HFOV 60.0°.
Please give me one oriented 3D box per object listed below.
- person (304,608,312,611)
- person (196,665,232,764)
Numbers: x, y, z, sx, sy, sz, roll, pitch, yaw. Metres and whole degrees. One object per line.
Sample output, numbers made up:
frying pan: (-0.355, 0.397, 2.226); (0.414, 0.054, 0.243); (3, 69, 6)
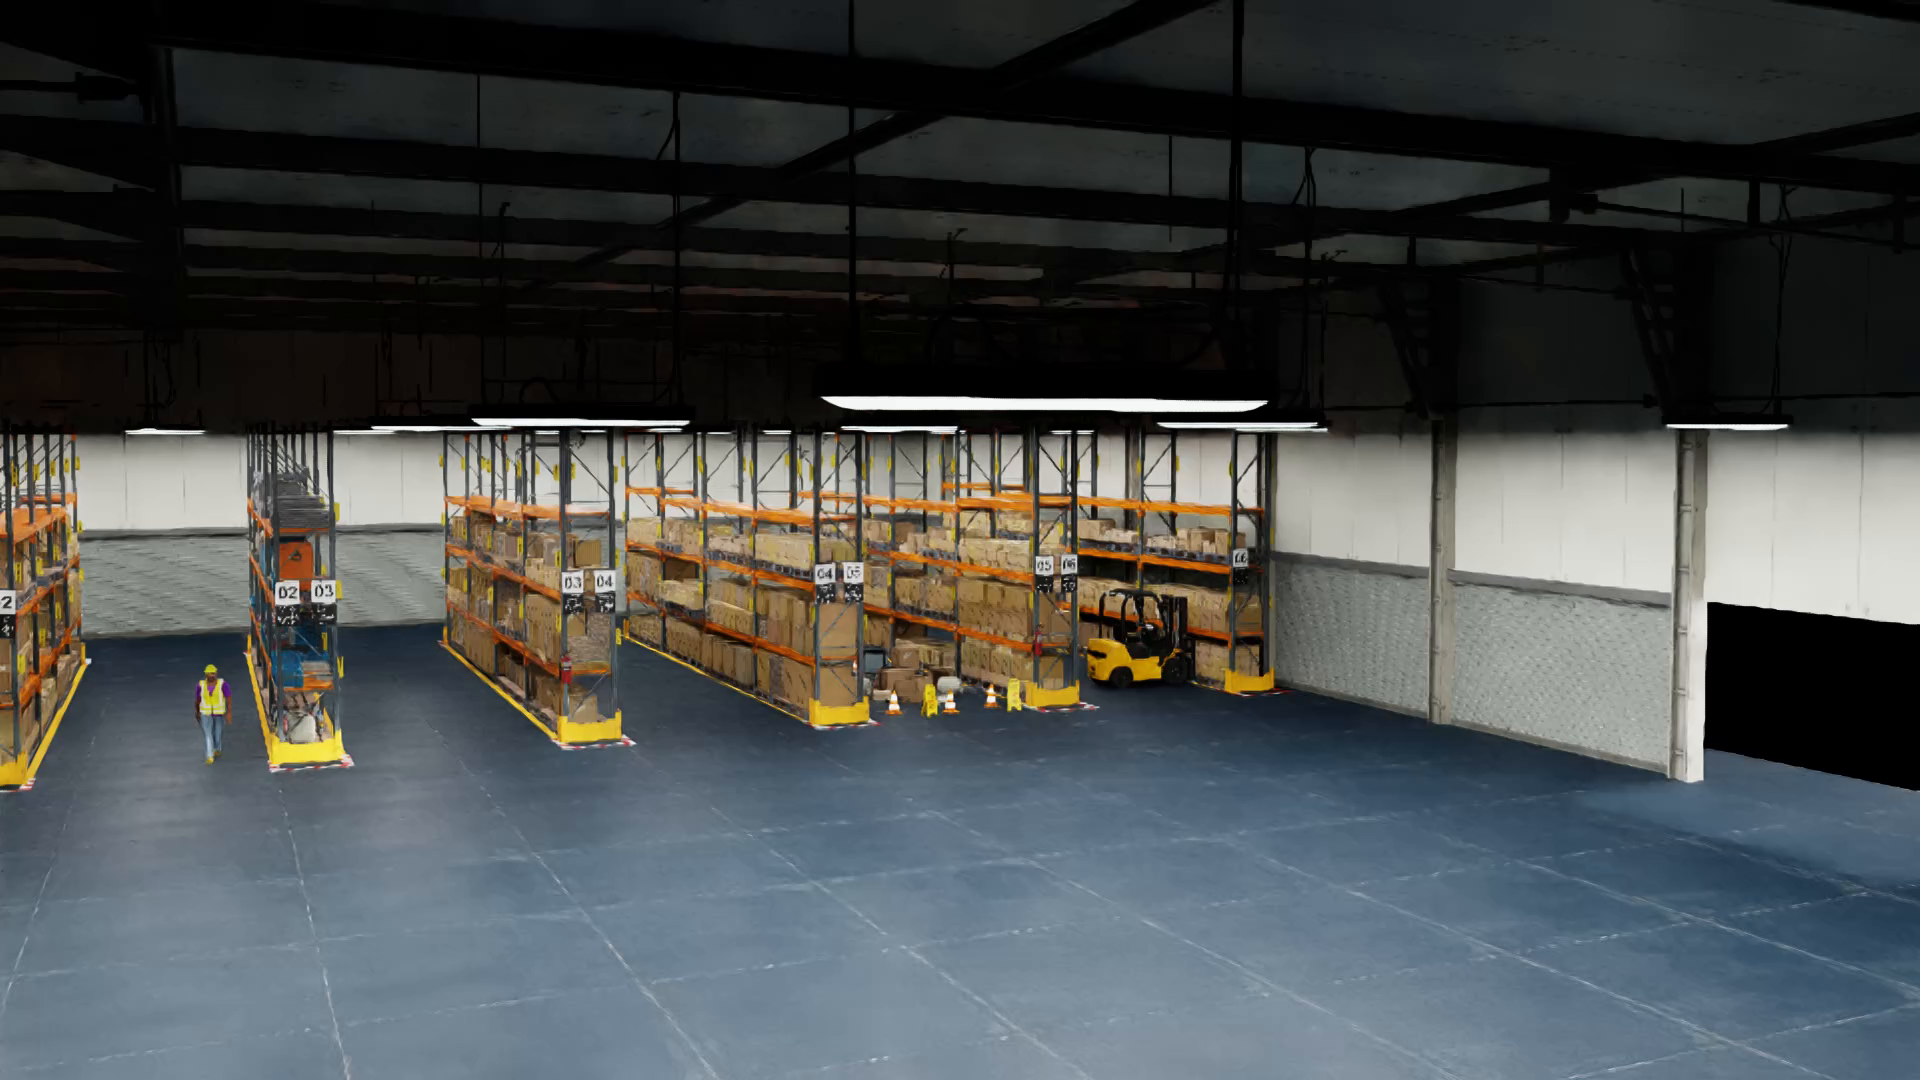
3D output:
person: (-16.593, 2.175, 42.762); (0.528, 1.728, 1.032); (-2, 4, -33)
person: (-13.133, 3.036, 29.273); (0.589, 1.716, 1.043); (-2, 4, -25)
